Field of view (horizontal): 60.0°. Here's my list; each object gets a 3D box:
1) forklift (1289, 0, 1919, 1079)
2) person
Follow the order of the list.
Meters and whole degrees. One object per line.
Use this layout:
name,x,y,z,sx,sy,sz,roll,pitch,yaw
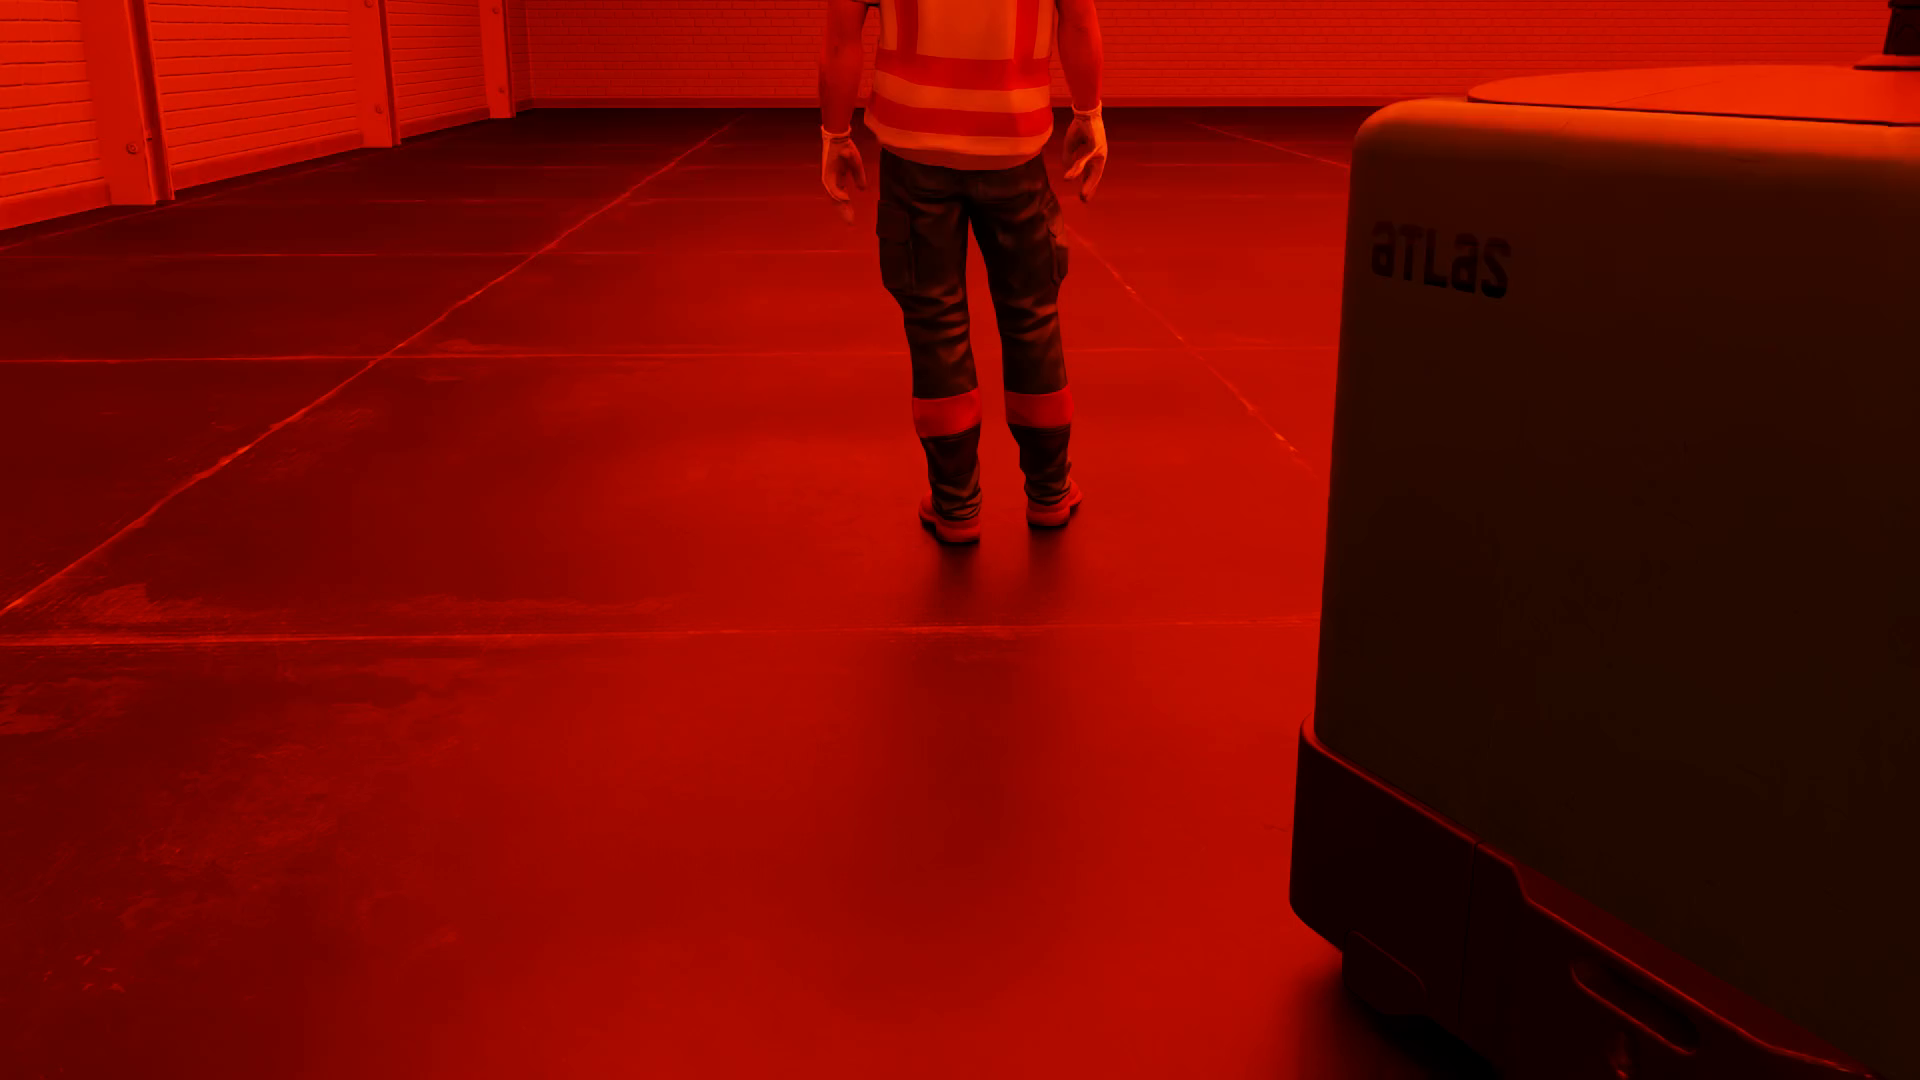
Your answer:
forklift,1.521,-0.546,0.691,1.130,2.935,3.031,-8,19,-25
person,0.008,-0.886,3.731,0.637,1.787,0.564,-1,17,-3
